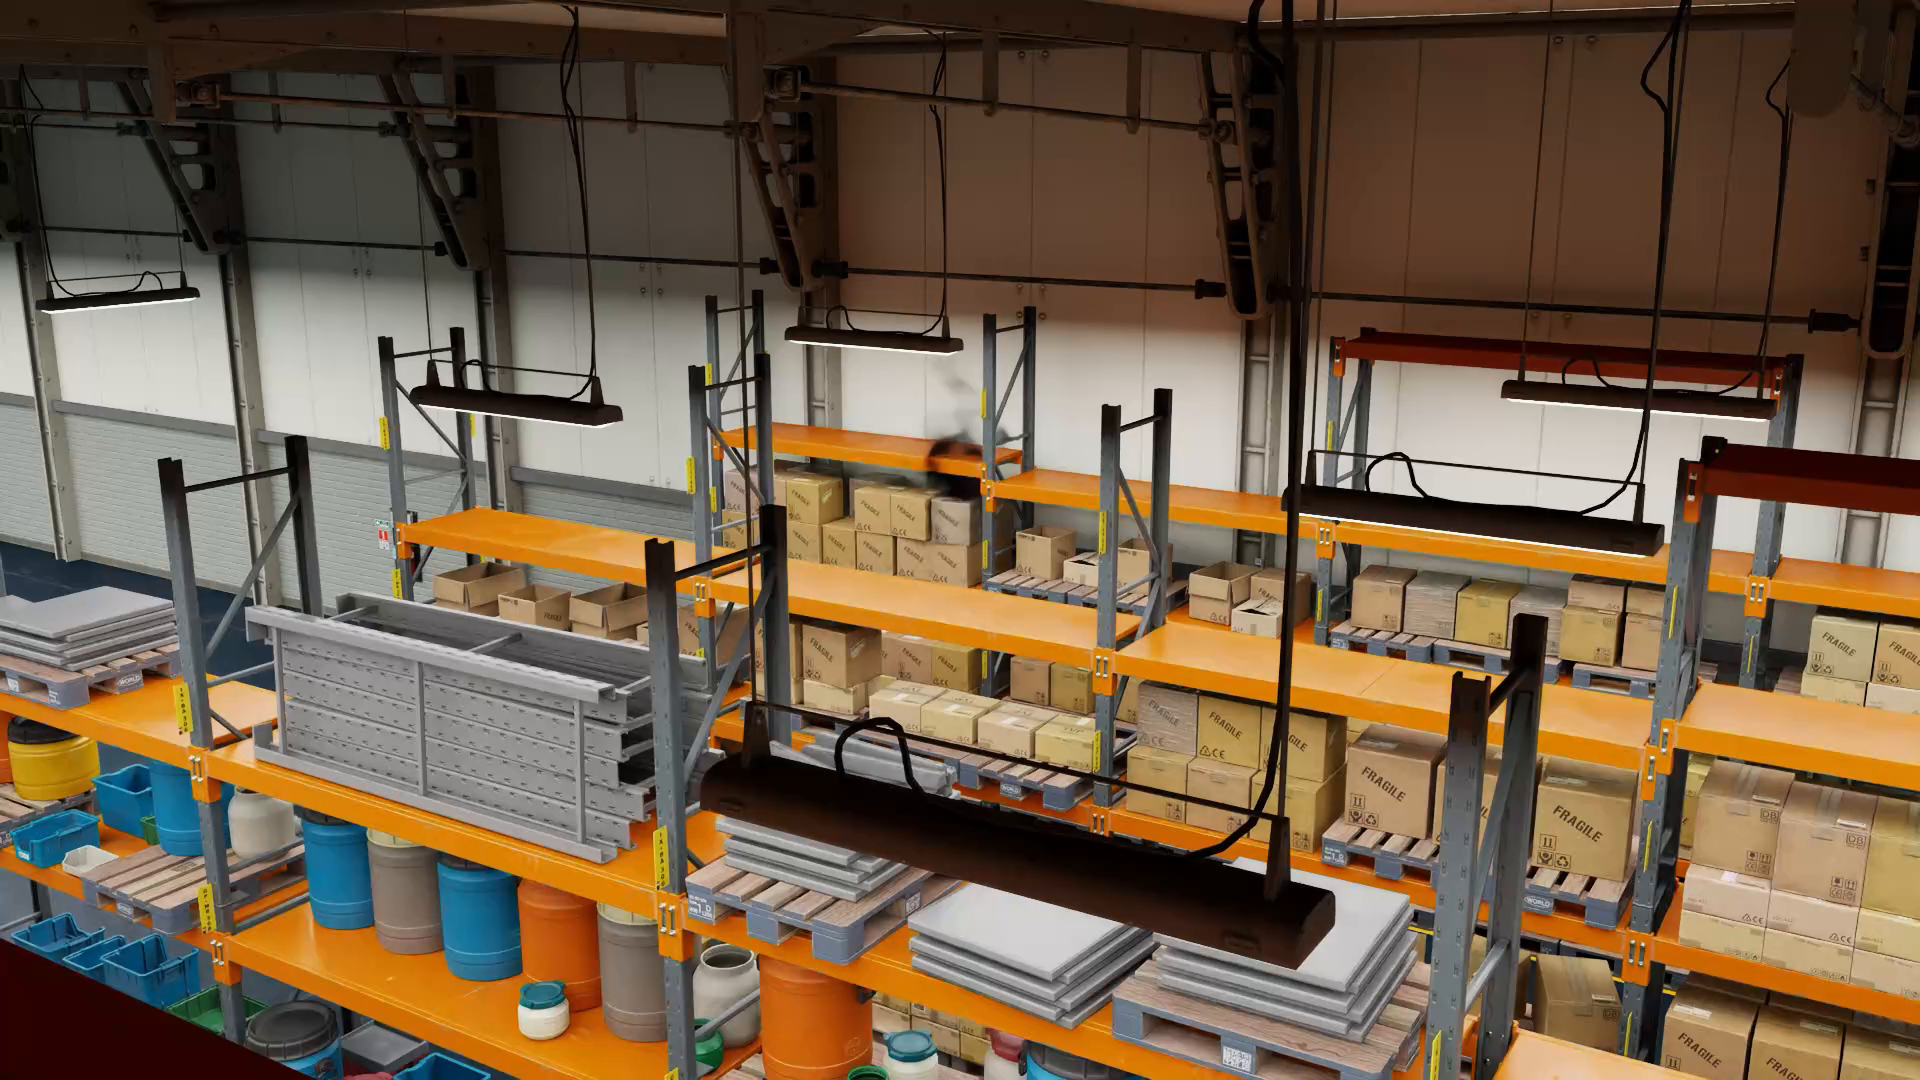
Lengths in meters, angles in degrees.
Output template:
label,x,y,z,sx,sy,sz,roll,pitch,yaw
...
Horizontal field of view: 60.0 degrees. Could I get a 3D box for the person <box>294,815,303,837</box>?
label,x,y,z,sx,sy,sz,roll,pitch,yaw
person,-7.565,2.788,18.305,0.963,1.825,0.671,-7,15,-26
